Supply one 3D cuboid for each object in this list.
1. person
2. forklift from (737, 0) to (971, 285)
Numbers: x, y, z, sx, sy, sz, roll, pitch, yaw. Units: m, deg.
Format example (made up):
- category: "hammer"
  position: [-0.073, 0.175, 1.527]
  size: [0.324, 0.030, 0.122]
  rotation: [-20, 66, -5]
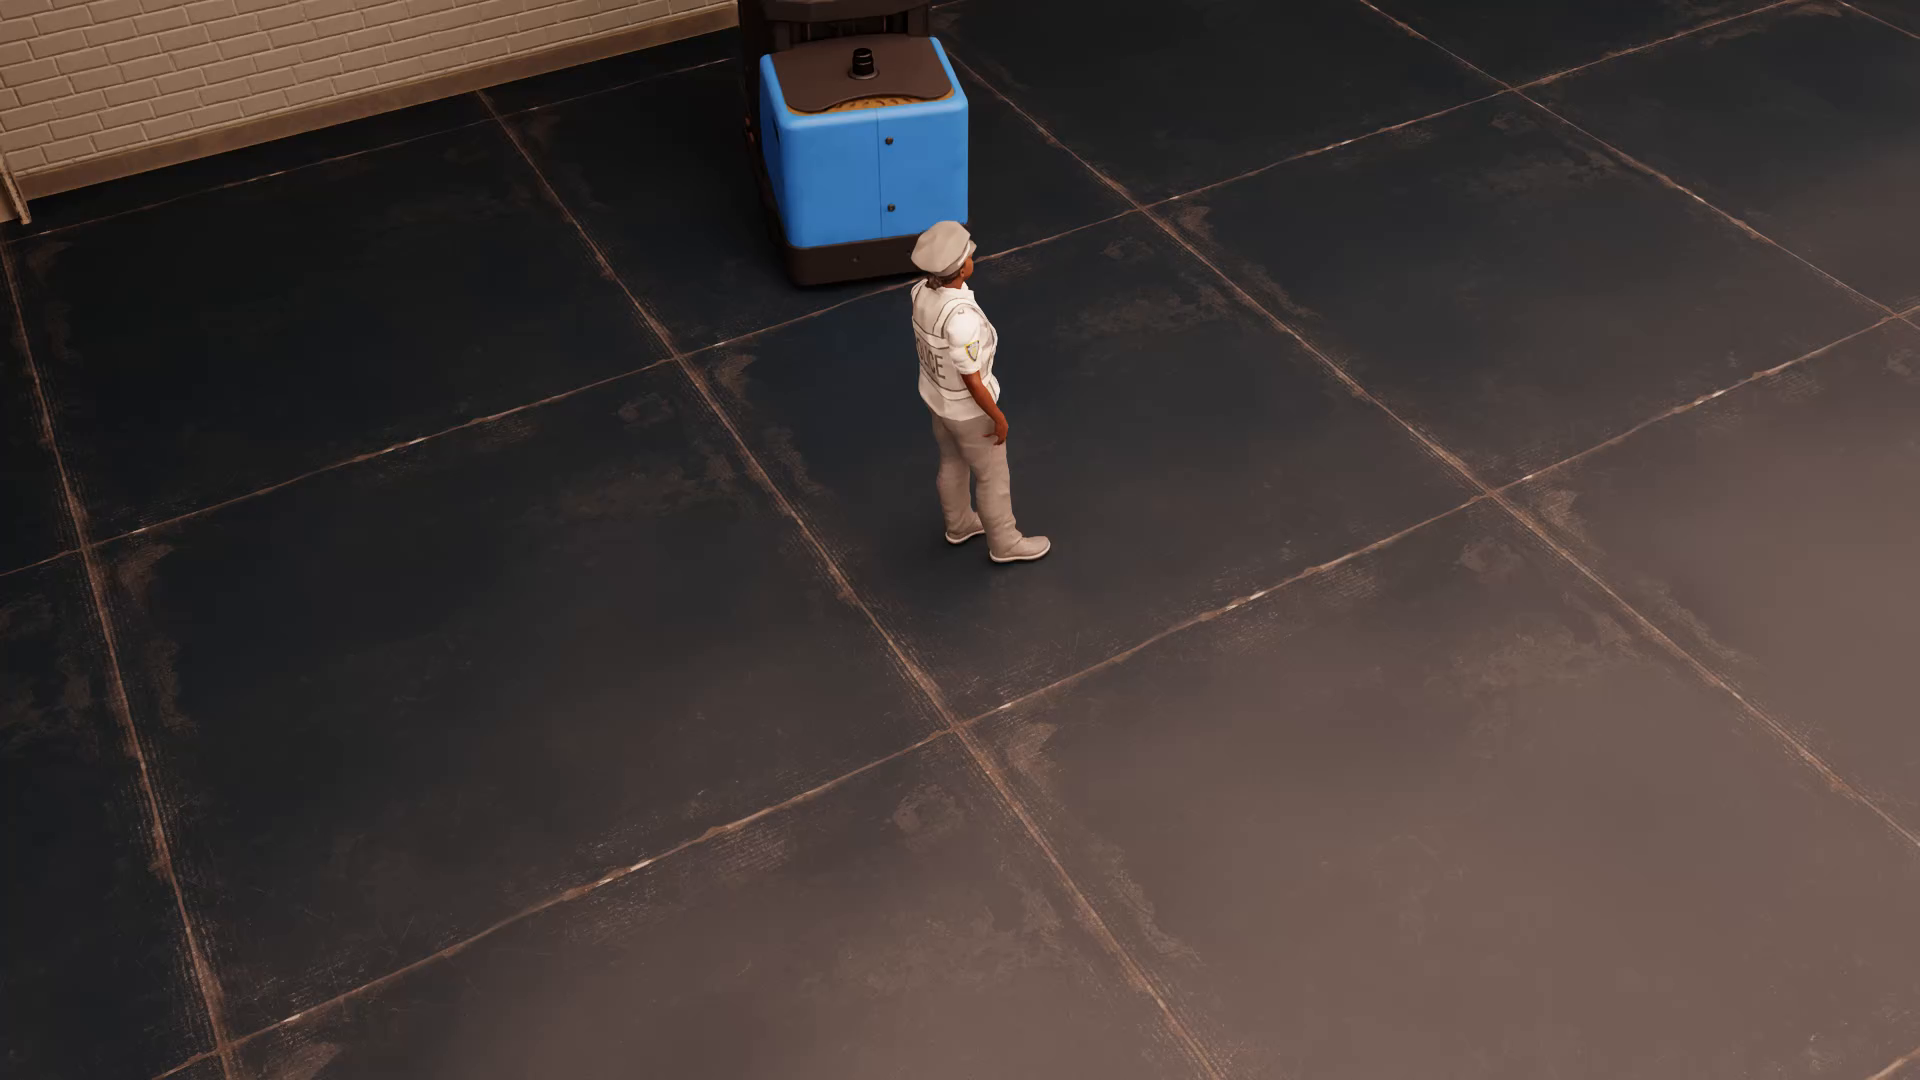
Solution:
- category: "person"
  position: [0.075, -0.641, 7.287]
  size: [0.528, 1.697, 0.570]
  rotation: [-21, 47, -21]
- category: "forklift"
  position: [-0.771, -3.510, 9.483]
  size: [1.130, 2.935, 3.031]
  rotation: [-9, 44, -10]
